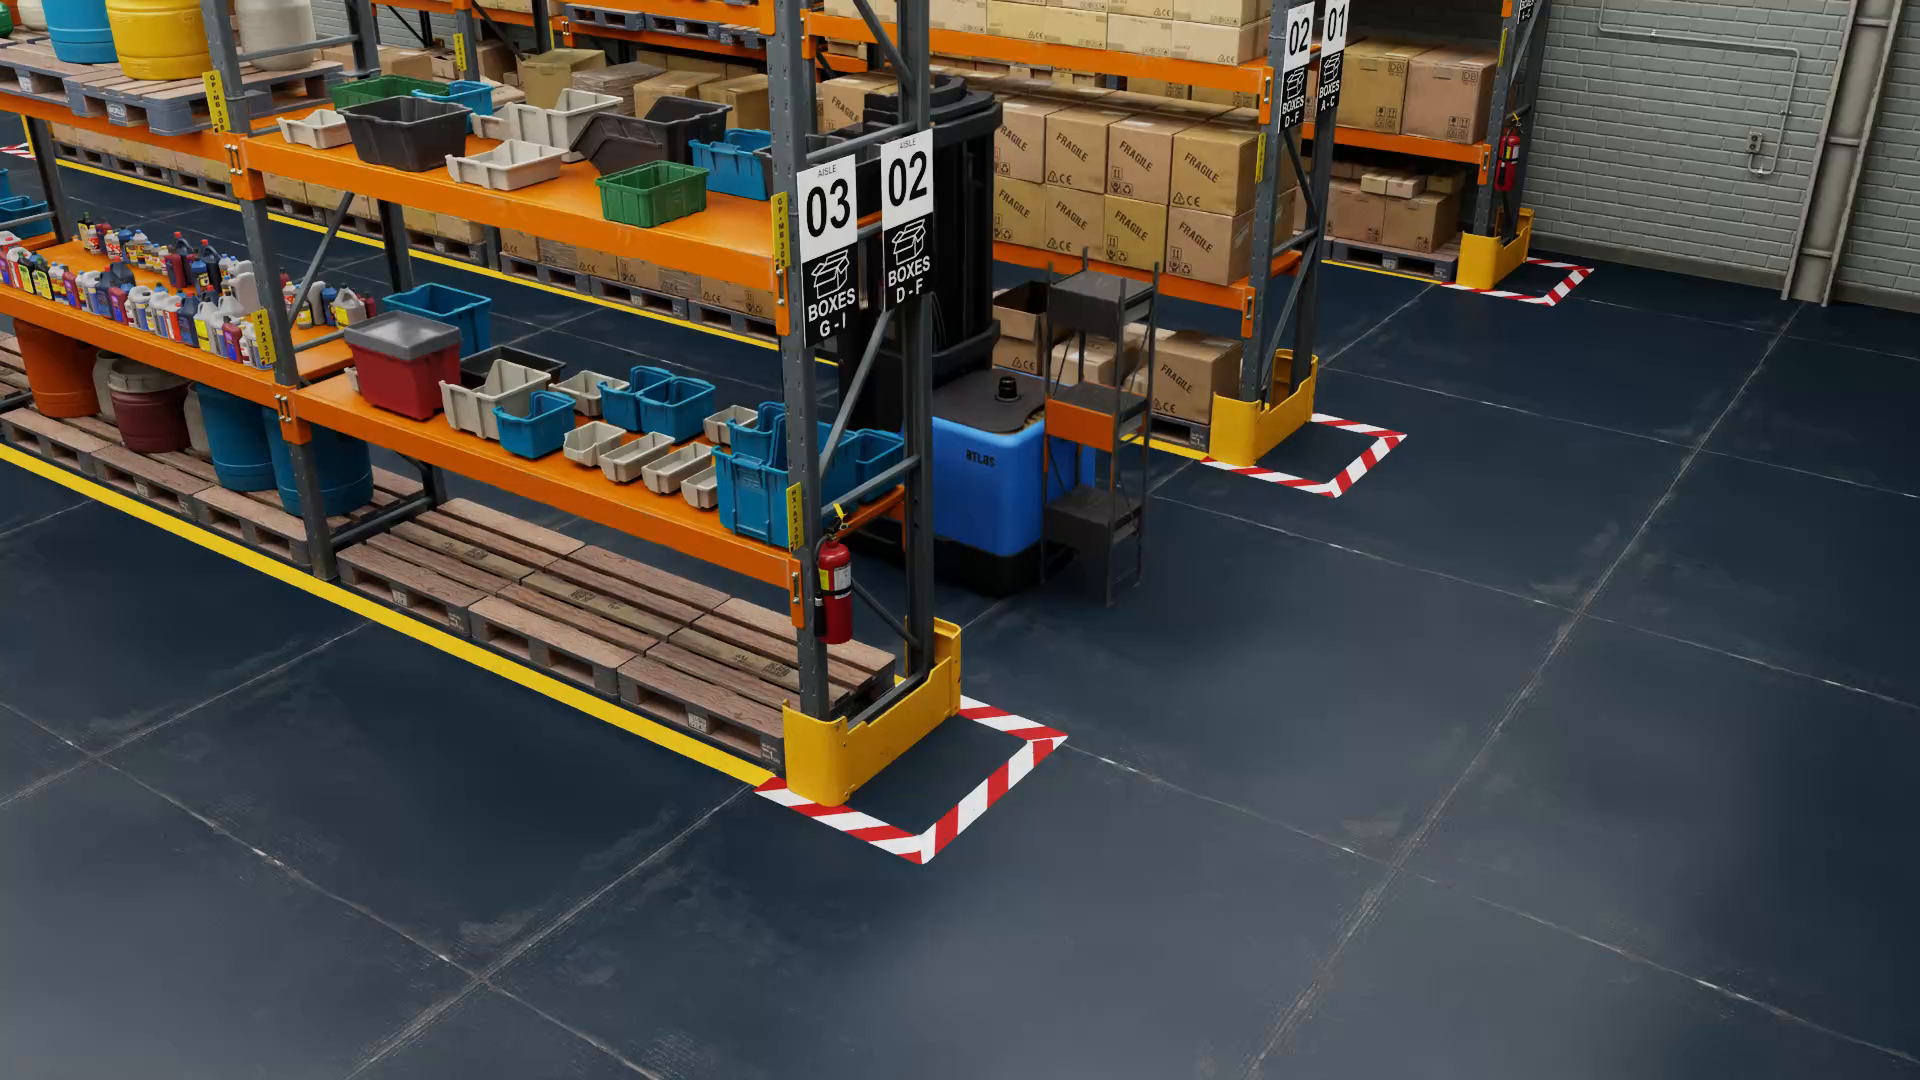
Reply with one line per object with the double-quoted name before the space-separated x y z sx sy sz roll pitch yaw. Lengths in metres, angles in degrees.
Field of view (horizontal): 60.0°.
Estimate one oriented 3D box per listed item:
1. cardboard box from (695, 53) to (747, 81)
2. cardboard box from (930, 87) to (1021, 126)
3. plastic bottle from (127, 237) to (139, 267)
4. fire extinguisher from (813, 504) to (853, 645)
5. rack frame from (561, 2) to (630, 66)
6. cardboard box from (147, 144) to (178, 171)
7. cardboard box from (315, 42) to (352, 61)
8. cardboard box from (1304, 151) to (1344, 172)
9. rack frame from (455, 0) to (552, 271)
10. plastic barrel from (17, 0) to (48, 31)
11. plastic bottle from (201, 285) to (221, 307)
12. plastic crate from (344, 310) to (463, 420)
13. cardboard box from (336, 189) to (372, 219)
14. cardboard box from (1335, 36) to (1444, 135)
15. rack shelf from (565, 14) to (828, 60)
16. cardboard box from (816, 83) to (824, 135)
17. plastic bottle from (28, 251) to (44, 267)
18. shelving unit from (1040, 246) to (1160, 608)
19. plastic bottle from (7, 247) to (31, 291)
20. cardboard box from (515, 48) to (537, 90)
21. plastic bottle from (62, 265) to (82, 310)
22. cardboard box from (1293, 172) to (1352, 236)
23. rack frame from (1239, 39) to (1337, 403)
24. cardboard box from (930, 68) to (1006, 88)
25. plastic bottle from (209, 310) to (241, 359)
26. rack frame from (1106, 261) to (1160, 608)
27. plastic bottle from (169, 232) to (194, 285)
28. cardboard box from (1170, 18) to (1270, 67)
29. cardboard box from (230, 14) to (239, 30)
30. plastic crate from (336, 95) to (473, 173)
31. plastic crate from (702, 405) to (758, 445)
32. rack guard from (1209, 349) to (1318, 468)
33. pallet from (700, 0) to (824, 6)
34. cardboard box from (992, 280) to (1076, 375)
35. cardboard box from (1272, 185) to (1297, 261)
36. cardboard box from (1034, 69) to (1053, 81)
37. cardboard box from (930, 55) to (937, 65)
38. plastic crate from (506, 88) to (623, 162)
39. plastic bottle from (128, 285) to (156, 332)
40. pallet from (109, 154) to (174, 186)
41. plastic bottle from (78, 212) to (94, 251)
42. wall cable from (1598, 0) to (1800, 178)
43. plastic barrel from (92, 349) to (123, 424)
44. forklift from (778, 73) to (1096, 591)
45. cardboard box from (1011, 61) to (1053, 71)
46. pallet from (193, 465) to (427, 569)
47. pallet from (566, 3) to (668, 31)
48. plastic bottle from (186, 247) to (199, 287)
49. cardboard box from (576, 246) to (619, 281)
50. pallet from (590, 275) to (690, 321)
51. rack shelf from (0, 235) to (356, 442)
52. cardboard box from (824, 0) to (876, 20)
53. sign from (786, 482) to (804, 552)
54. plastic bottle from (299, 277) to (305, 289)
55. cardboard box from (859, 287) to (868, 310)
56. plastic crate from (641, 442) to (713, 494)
"cardboard box" -2.939 -5.882 20.720 0.500 0.250 0.500 17 32 30
"cardboard box" 0.119 -3.120 12.635 0.500 0.500 0.500 16 31 29
"plastic bottle" -5.973 -2.093 12.049 0.097 0.201 0.097 0 27 0
"fire extinguisher" -0.602 0.167 7.886 0.183 0.674 0.296 17 32 30
"rack frame" -4.752 -7.028 21.527 0.127 3.000 1.000 17 32 30
"cardboard box" -8.886 -4.429 18.988 0.500 0.250 0.500 17 32 30
"cardboard box" -6.495 -4.881 17.198 0.500 0.500 0.500 20 33 34
"cardboard box" 3.676 -3.819 16.798 0.250 0.149 0.380 18 32 31
"rack frame" -4.256 -4.148 15.867 0.127 3.000 1.000 17 32 30
"plastic barrel" -6.097 -3.539 11.053 0.301 0.262 0.301 0 27 0
"plastic bottle" -4.780 -1.463 10.646 0.185 0.351 0.144 17 32 30
"plastic crate" -3.172 -1.002 9.549 0.583 0.464 0.402 17 32 30
"cardboard box" -6.093 -3.546 17.253 0.500 0.250 0.500 18 32 31
"cardboard box" 4.108 -4.390 16.012 0.700 0.700 0.980 17 32 30
"rack shelf" -3.103 -6.194 20.681 4.000 0.370 1.077 17 32 30
"cardboard box" -1.223 -3.558 14.134 0.500 0.500 0.700 7 28 13
"plastic bottle" -6.394 -1.872 11.536 0.097 0.271 0.097 0 27 0
"shelving unit" 0.825 -0.658 10.003 0.503 2.100 0.431 19 32 32
"plastic bottle" -6.509 -1.891 11.569 0.135 0.276 0.152 17 32 30
"cardboard box" -5.630 -6.362 22.488 0.500 0.500 0.500 15 30 27
"plastic bottle" -5.963 -1.699 11.184 0.133 0.283 0.061 17 32 30
"cardboard box" 3.679 -3.419 16.729 0.500 0.500 0.700 16 31 29
"rack frame" 2.338 -2.094 11.831 0.127 3.000 1.000 17 32 30
"cardboard box" 0.028 -3.447 13.278 0.500 0.500 0.500 17 31 29
"plastic bottle" -4.575 -1.289 10.386 0.135 0.276 0.152 17 32 30
"rack frame" 1.020 -0.592 9.873 0.015 2.100 0.400 19 32 32
"plastic bottle" -5.439 -1.981 11.663 0.185 0.351 0.144 17 32 30
"cardboard box" 1.765 -3.397 11.250 0.500 0.250 0.500 17 32 30
"cardboard box" -7.899 -5.498 17.696 0.250 0.149 0.380 17 32 30
"plastic crate" -2.898 -2.127 8.733 0.590 0.269 0.497 17 32 30
"plastic crate" -1.263 -0.626 9.171 0.298 0.136 0.250 17 32 30
"rack guard" 2.276 -0.999 12.436 0.348 0.500 1.175 17 32 30
"pallet" -1.457 -4.567 13.592 1.003 0.211 1.213 17 32 30
"cardboard box" 0.593 -1.724 13.371 0.637 0.503 0.797 17 32 30
"cardboard box" 2.122 -2.351 12.226 0.500 0.500 0.500 18 32 31
"cardboard box" 0.994 -4.991 17.779 0.250 0.149 0.380 18 32 32
"cardboard box" -0.238 -5.407 18.596 0.250 0.149 0.380 18 32 31
"plastic crate" -2.121 -2.211 8.885 0.530 0.282 0.437 17 32 30
"plastic bottle" -5.293 -1.512 10.825 0.135 0.276 0.152 17 32 30
"pallet" -9.195 -4.465 19.565 1.213 0.211 1.003 17 32 30
"plastic bottle" -6.489 -2.301 12.366 0.133 0.283 0.061 17 32 30
"wall cable" 6.731 -4.424 15.290 1.851 1.984 0.084 17 32 30
"plastic barrel" -6.135 -1.145 12.246 0.421 0.512 0.421 0 27 0
"forklift" -0.599 -1.509 10.758 3.031 2.935 1.130 19 32 32
"cardboard box" 0.893 -5.311 17.693 0.500 0.500 0.500 18 32 31
"pallet" -4.379 -0.241 11.264 1.213 0.211 1.003 17 32 30
"pallet" -4.204 -6.692 21.078 1.213 0.211 1.003 17 32 30
"plastic bottle" -5.319 -1.903 11.584 0.133 0.283 0.061 17 32 30
"cardboard box" -3.197 -2.743 15.378 0.500 0.500 0.500 17 31 30
"pallet" -2.661 -2.386 15.479 1.213 0.211 1.003 17 32 30
"rack shelf" -5.415 -1.463 11.384 4.000 0.370 1.077 17 32 30
"cardboard box" -0.698 -4.173 12.775 0.500 0.250 0.500 17 32 30
"sign" -0.767 -0.106 7.744 0.005 0.325 0.100 17 32 30
"plastic bottle" -4.314 -1.608 11.018 0.097 0.271 0.097 0 27 0
"cardboard box" -0.735 -1.930 13.988 0.500 0.311 0.500 17 32 30
"plastic crate" -1.475 -0.373 8.675 0.243 0.136 0.396 17 32 30
